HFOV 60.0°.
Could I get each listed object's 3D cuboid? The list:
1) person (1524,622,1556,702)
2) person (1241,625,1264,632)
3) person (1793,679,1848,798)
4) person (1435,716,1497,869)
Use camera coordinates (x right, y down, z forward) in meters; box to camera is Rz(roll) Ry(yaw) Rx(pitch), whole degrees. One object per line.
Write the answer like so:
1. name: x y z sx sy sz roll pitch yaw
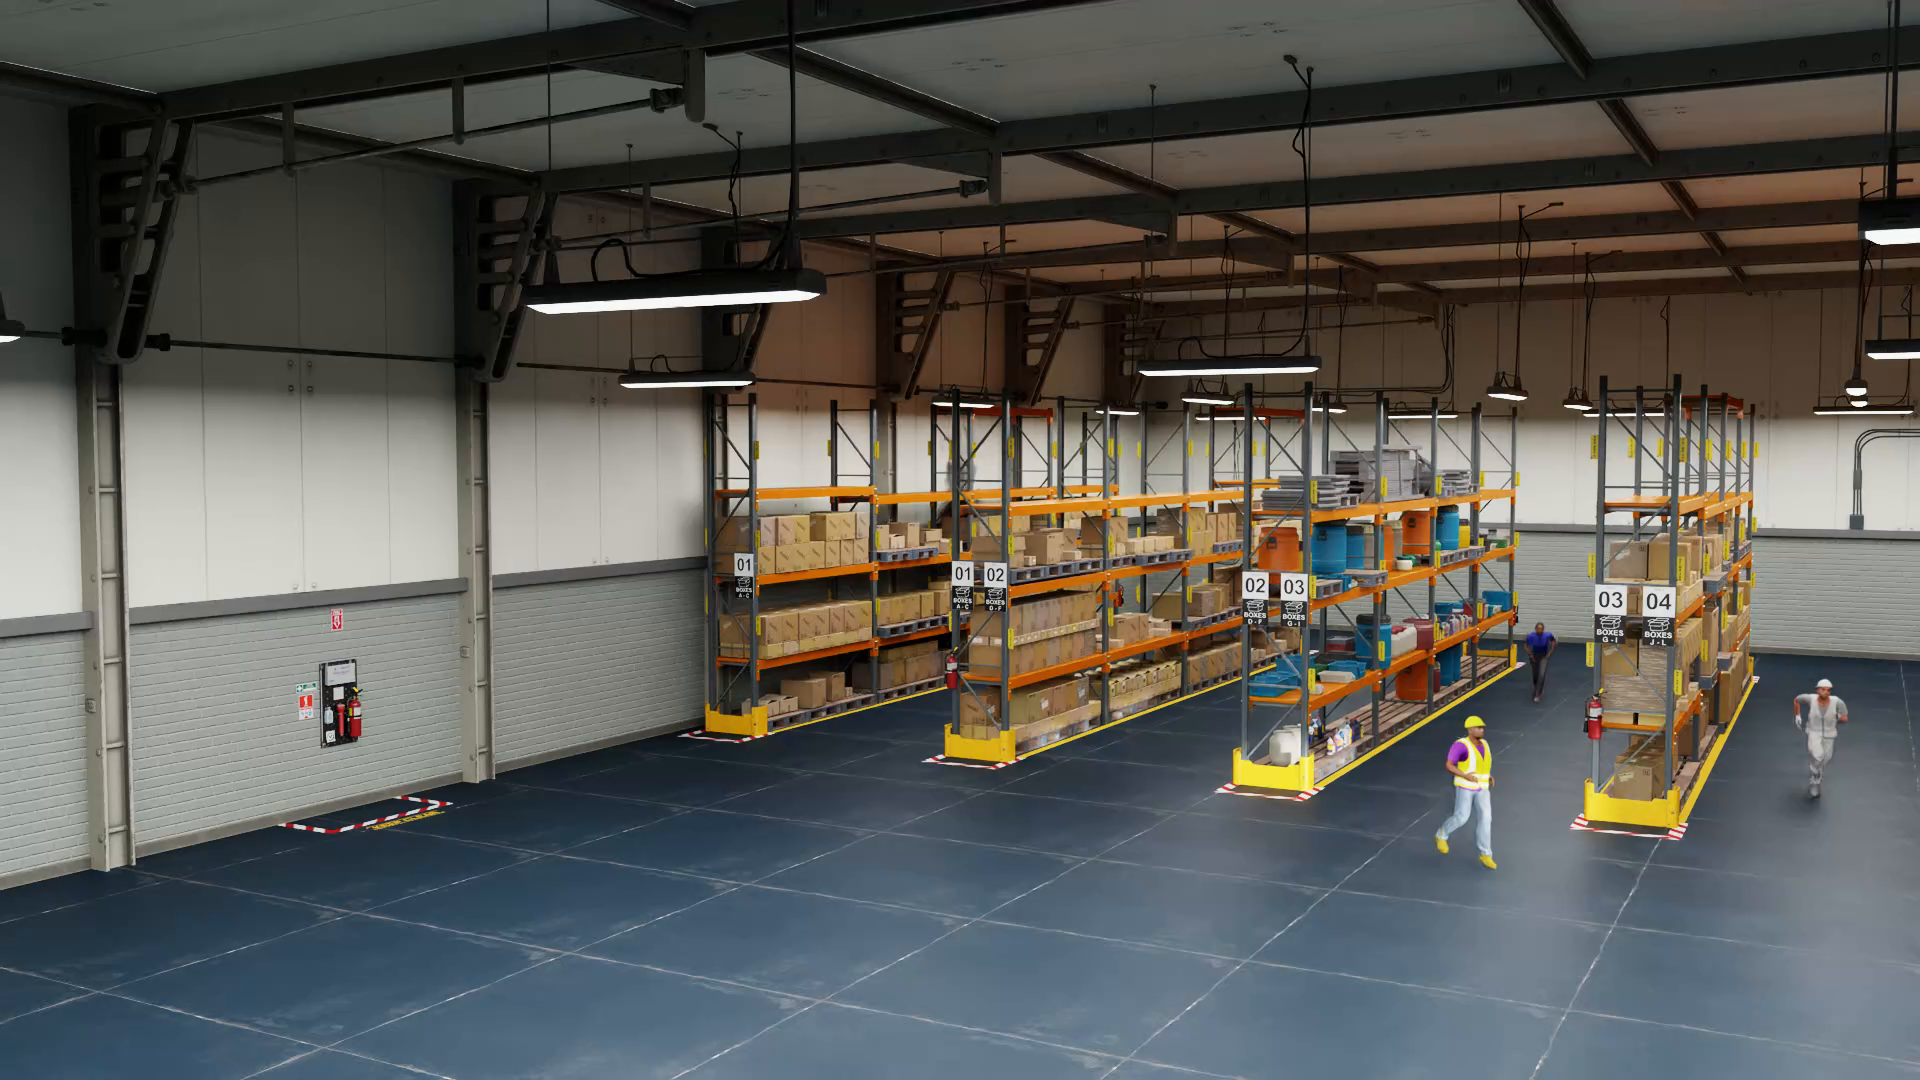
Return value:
1. person: 11.664 2.425 33.491 0.601 1.615 0.955 1 3 13
2. person: 7.592 1.863 42.886 0.865 1.665 0.732 3 4 42
3. person: 12.353 2.827 23.881 0.642 1.718 0.921 1 3 13
4. person: 6.224 3.019 20.180 0.742 1.767 0.989 -1 3 -23
